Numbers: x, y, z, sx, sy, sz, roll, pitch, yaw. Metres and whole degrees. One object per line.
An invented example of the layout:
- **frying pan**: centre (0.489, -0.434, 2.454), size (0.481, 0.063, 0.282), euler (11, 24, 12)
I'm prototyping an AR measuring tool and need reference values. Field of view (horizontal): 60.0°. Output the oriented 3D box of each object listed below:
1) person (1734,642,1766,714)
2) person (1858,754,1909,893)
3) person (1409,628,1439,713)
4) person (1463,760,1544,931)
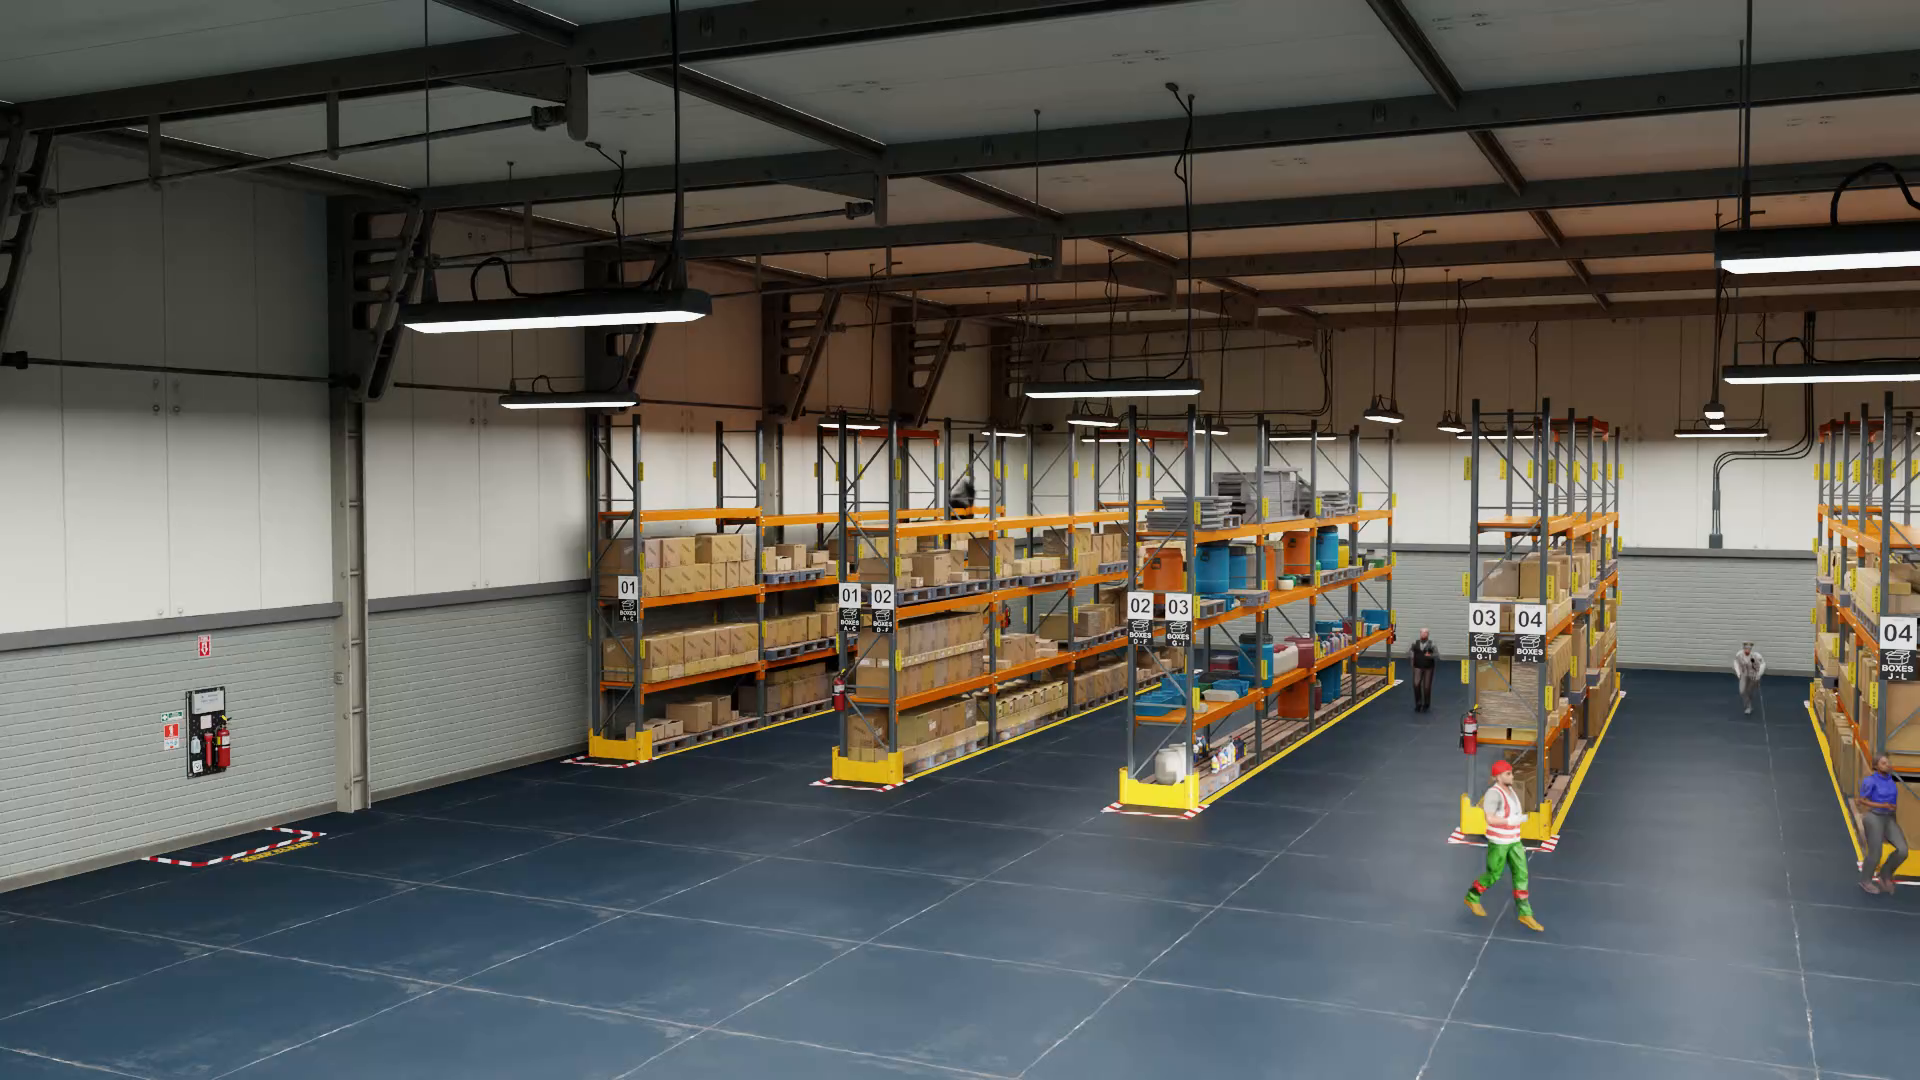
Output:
- **person**: centre (16.438, 2.848, 34.591), size (0.619, 1.522, 0.908), euler (2, 3, 34)
- **person**: centre (10.966, 3.380, 19.713), size (0.594, 1.666, 0.579), euler (-1, 2, -16)
- **person**: centre (9.645, 2.725, 34.627), size (0.637, 1.773, 0.715), euler (1, 3, 21)
- **person**: centre (5.968, 3.326, 18.288), size (0.648, 1.809, 0.920), euler (-2, 3, -38)
